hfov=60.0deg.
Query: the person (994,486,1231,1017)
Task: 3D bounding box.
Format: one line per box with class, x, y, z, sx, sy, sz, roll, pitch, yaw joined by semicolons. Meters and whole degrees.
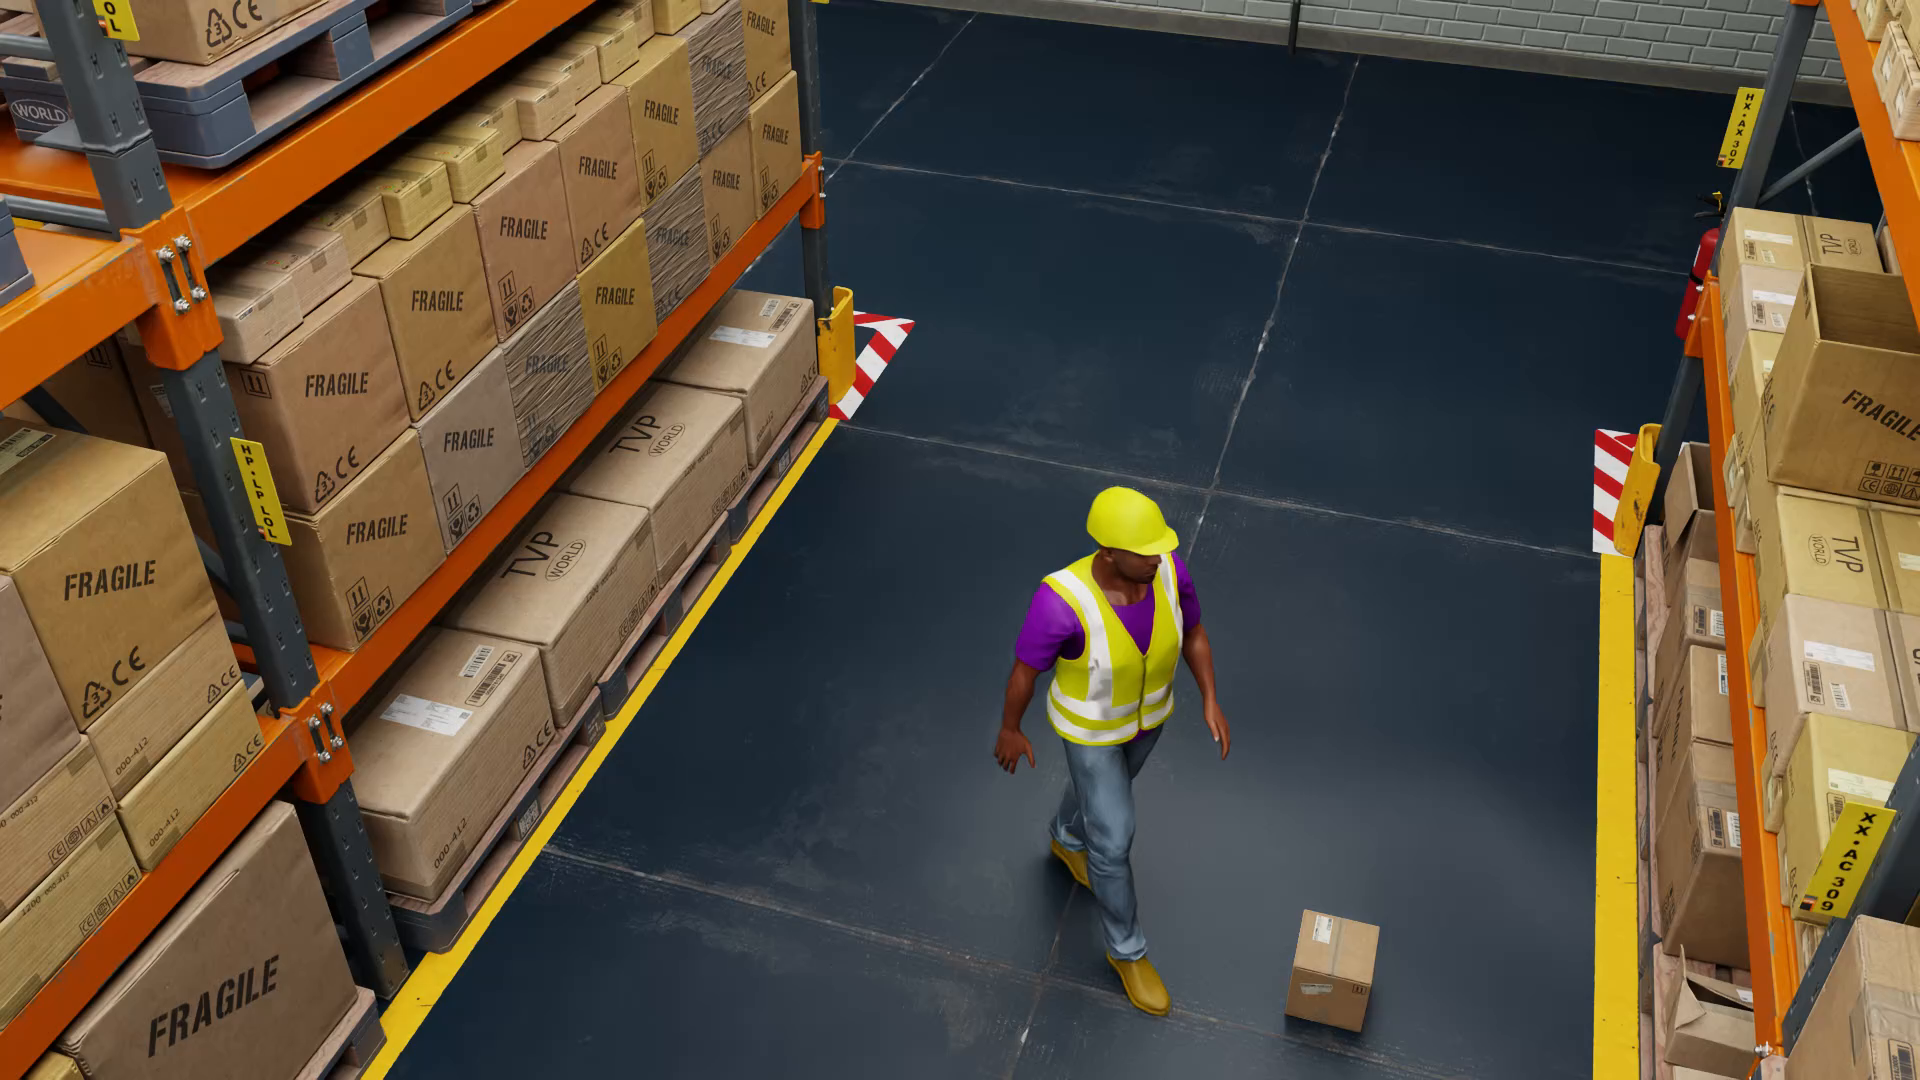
person;0.539;0.627;5.287;0.678;1.738;0.842;-21;42;-26
